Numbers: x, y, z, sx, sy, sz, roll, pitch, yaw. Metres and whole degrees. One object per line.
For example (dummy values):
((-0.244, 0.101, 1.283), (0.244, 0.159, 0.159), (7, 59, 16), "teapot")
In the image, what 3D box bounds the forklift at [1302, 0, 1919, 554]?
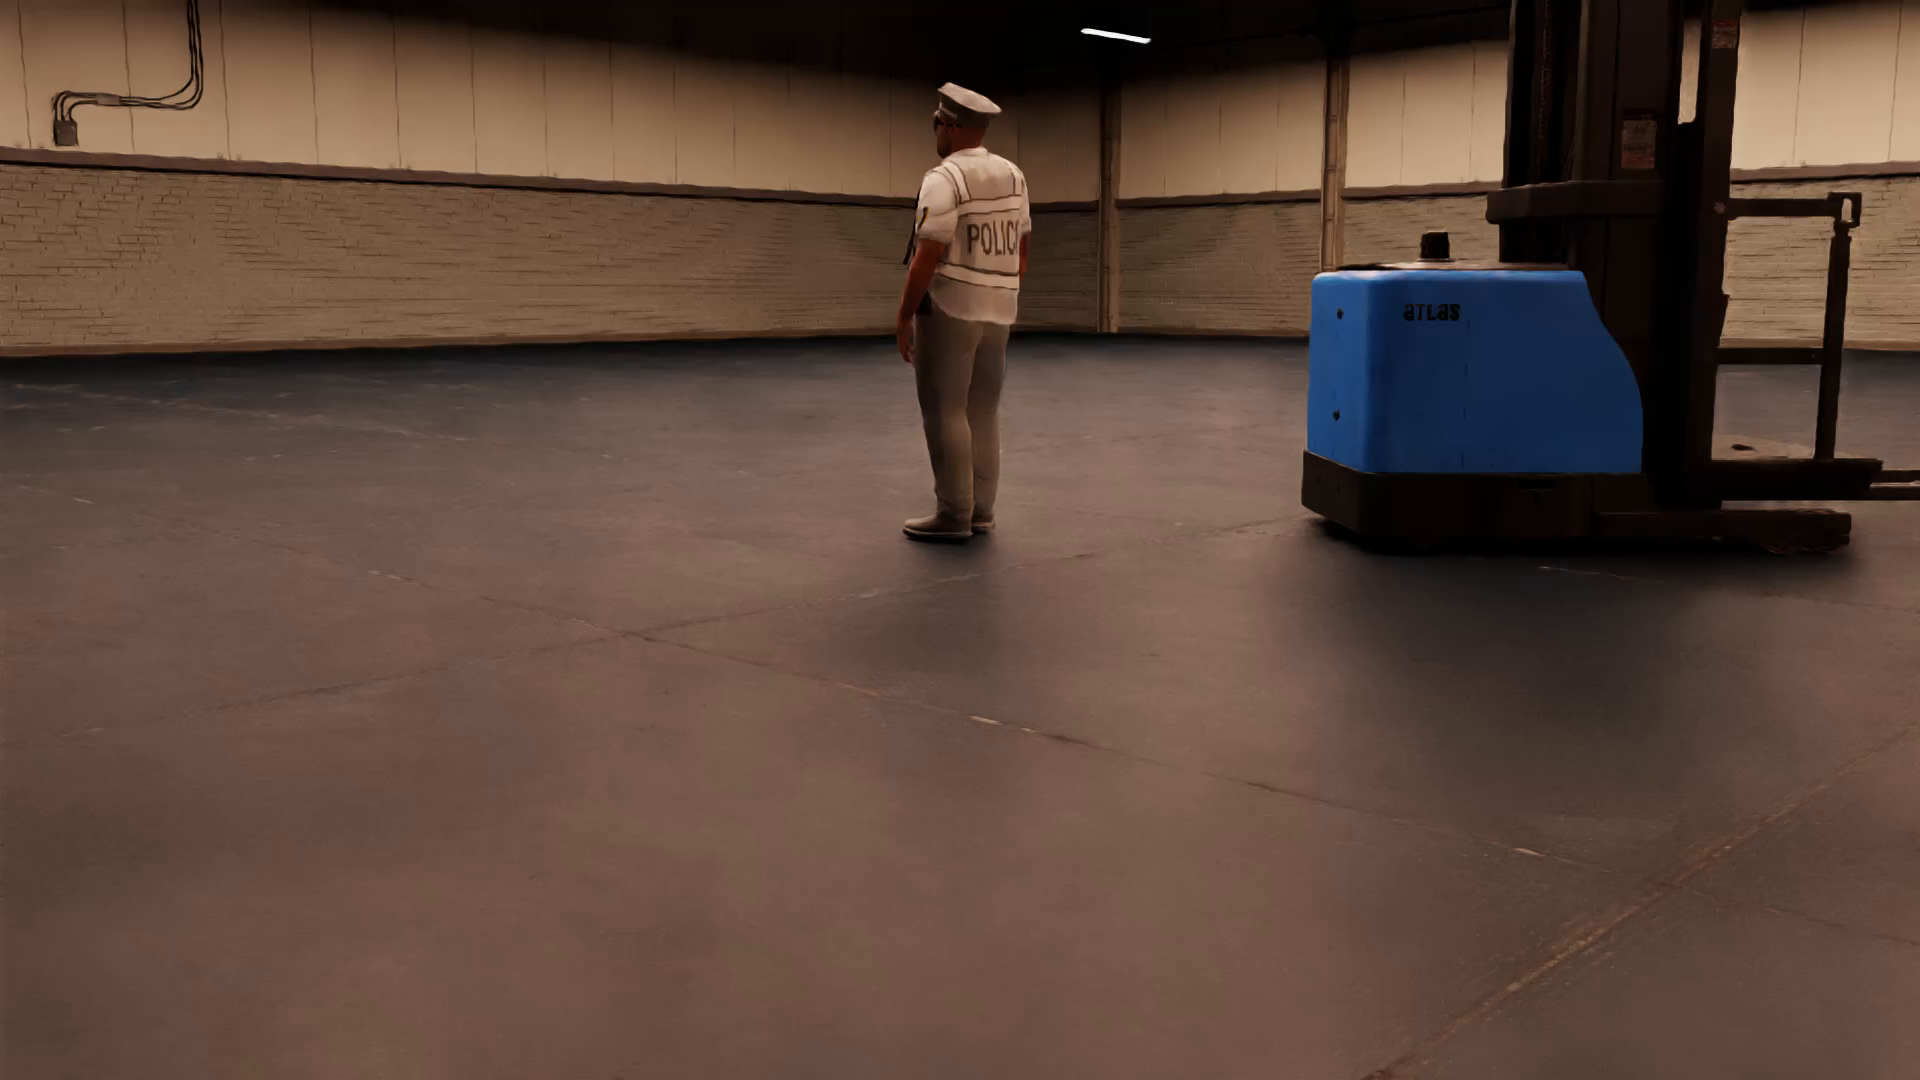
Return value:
((3.021, -1.476, 6.676), (3.031, 2.935, 1.130), (0, 9, -2), "forklift")

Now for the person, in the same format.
((-0.048, -0.898, 6.645), (0.574, 1.781, 0.640), (8, 12, 43), "person")
